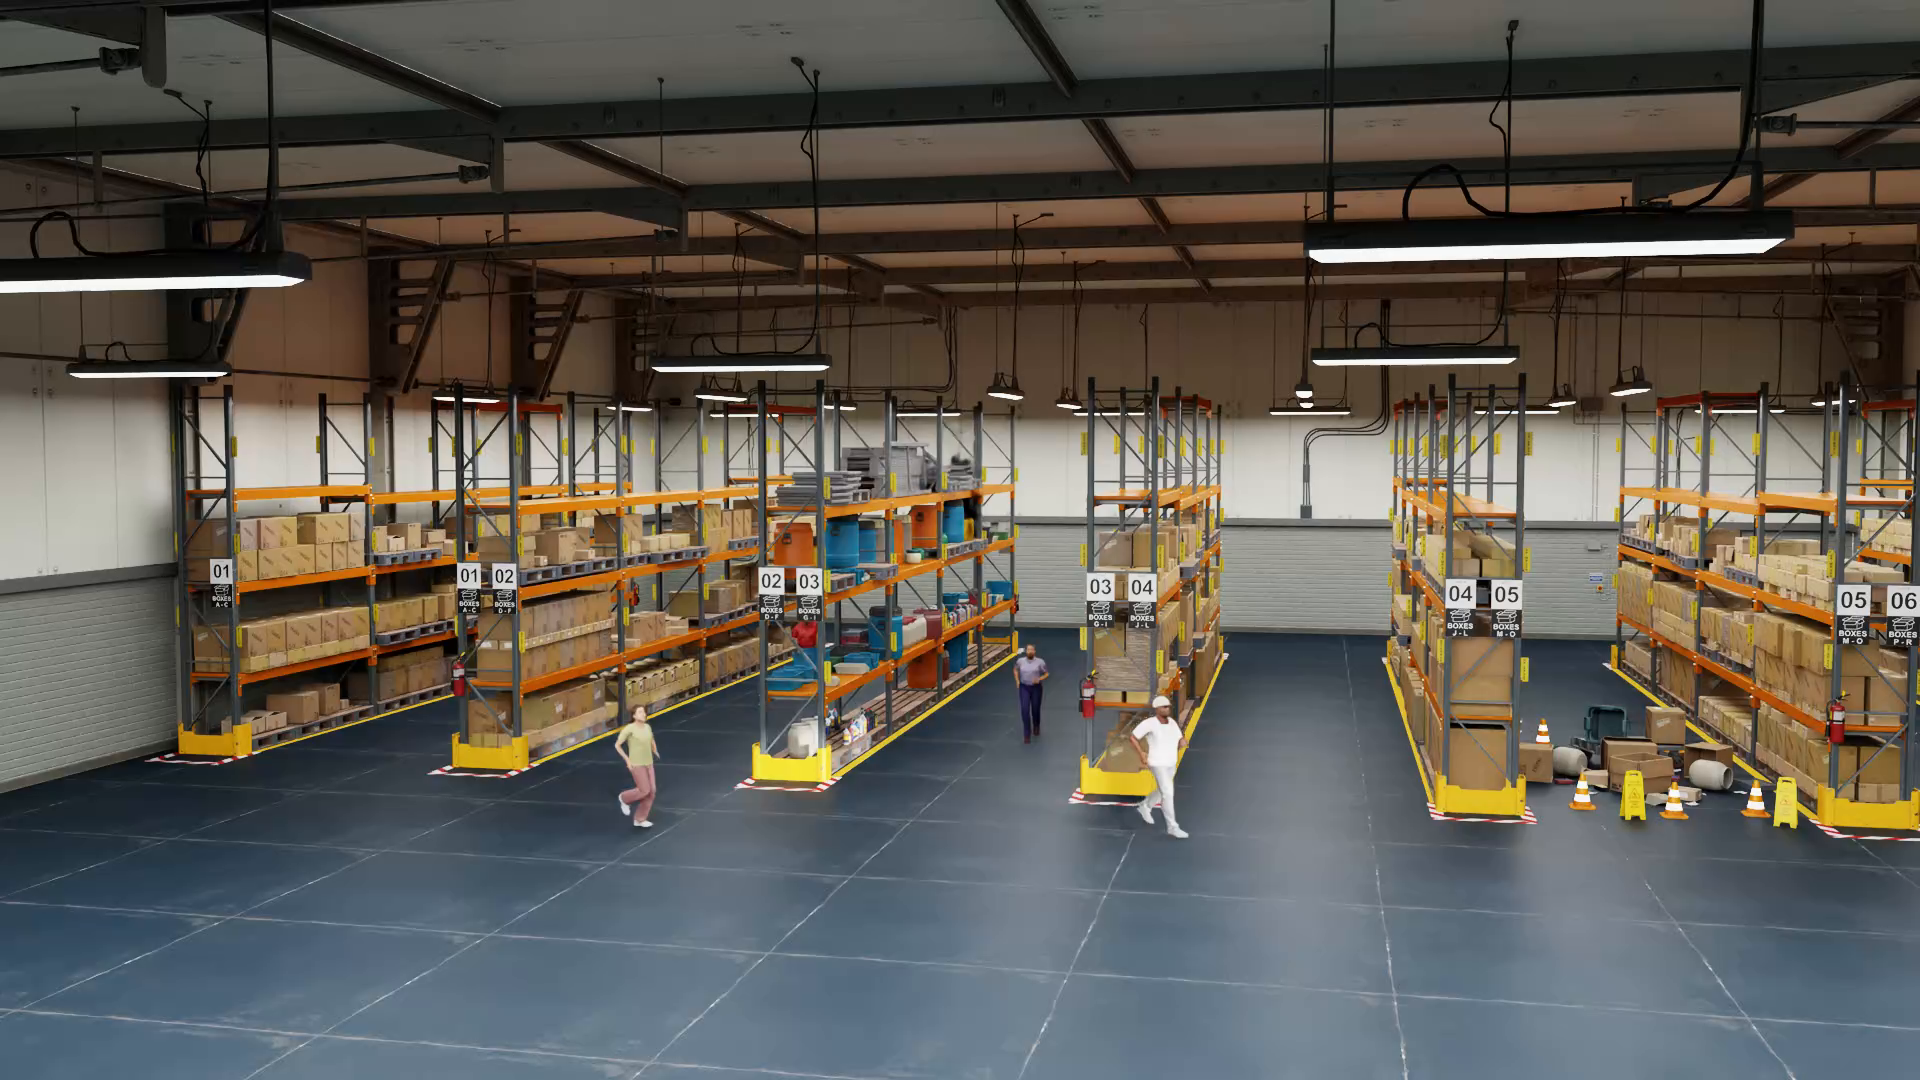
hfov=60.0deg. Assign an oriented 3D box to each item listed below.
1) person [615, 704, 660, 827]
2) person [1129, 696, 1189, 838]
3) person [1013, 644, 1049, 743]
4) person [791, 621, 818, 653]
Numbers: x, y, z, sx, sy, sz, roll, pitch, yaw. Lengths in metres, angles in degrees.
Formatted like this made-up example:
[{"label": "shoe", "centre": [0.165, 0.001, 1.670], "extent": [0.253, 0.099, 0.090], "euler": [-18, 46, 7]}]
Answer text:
[{"label": "person", "centre": [-4.233, 2.970, 21.960], "extent": [0.558, 1.620, 0.596], "euler": [3, 4, 38]}, {"label": "person", "centre": [2.613, 2.888, 21.457], "extent": [0.701, 1.753, 0.988], "euler": [-3, 4, -41]}, {"label": "person", "centre": [1.209, 2.587, 28.378], "extent": [0.617, 1.649, 0.837], "euler": [0, 3, 5]}, {"label": "person", "centre": [-3.064, 2.283, 33.272], "extent": [0.647, 1.719, 0.943], "euler": [0, 3, -2]}]
